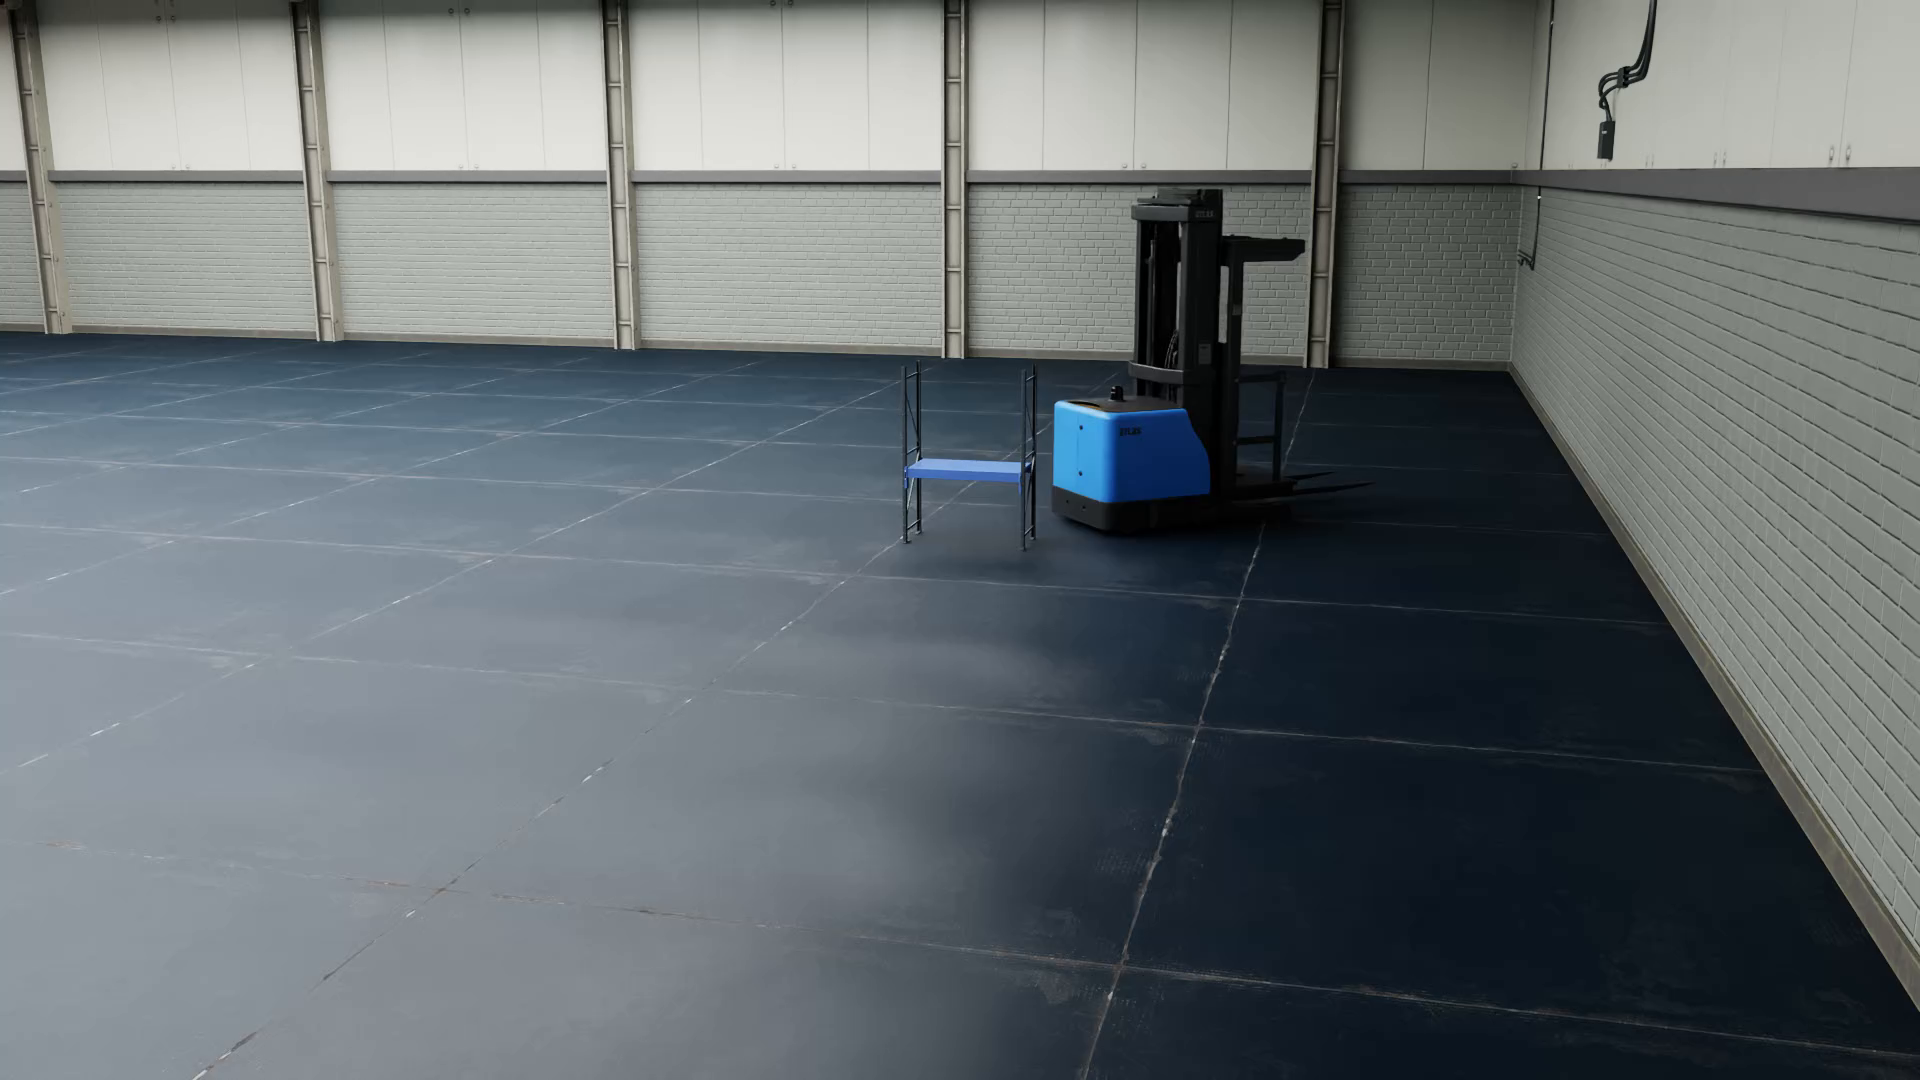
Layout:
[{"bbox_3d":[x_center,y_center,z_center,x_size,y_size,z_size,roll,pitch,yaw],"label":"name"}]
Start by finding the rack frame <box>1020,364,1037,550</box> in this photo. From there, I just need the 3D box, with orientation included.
[{"bbox_3d":[0.576,-0.701,13.932,0.032,1.500,0.500,3,13,14],"label":"rack frame"}]

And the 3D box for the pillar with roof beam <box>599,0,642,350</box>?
[{"bbox_3d":[-6.940,-6.901,24.561,0.400,9.000,9.100,3,13,14],"label":"pillar with roof beam"}]

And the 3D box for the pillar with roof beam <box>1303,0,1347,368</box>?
[{"bbox_3d":[4.710,-6.278,21.754,0.400,9.000,9.100,3,13,14],"label":"pillar with roof beam"}]

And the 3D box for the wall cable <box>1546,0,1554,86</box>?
[{"bbox_3d":[7.637,-7.133,21.117,0.112,2.526,3.097,3,13,14],"label":"wall cable"}]

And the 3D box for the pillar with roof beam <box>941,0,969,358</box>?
[{"bbox_3d":[-1.115,-6.589,23.158,0.400,9.000,9.100,3,13,14],"label":"pillar with roof beam"}]

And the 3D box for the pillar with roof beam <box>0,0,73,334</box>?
[{"bbox_3d":[-18.591,-7.523,27.368,0.548,9.000,9.100,3,13,14],"label":"pillar with roof beam"}]

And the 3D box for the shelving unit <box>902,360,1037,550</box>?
[{"bbox_3d":[0.083,-0.728,14.051,1.048,1.500,0.538,3,13,14],"label":"shelving unit"}]

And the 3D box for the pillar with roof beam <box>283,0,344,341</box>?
[{"bbox_3d":[-12.766,-7.212,25.965,0.548,9.000,9.100,3,13,14],"label":"pillar with roof beam"}]

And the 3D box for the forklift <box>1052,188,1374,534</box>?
[{"bbox_3d":[2.389,-1.678,15.029,3.031,2.935,1.130,-6,14,-25],"label":"forklift"}]

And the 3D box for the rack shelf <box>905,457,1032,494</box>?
[{"bbox_3d":[0.083,-0.552,14.090,1.000,0.185,0.538,3,13,14],"label":"rack shelf"}]

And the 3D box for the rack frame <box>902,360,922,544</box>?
[{"bbox_3d":[-0.411,-0.754,14.170,0.032,1.500,0.500,3,13,14],"label":"rack frame"}]

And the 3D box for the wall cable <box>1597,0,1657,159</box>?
[{"bbox_3d":[5.995,-6.417,14.530,0.169,6.003,2.305,3,13,14],"label":"wall cable"}]

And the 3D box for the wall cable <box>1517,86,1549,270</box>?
[{"bbox_3d":[8.285,-5.236,24.229,0.112,2.526,3.097,3,13,14],"label":"wall cable"}]
